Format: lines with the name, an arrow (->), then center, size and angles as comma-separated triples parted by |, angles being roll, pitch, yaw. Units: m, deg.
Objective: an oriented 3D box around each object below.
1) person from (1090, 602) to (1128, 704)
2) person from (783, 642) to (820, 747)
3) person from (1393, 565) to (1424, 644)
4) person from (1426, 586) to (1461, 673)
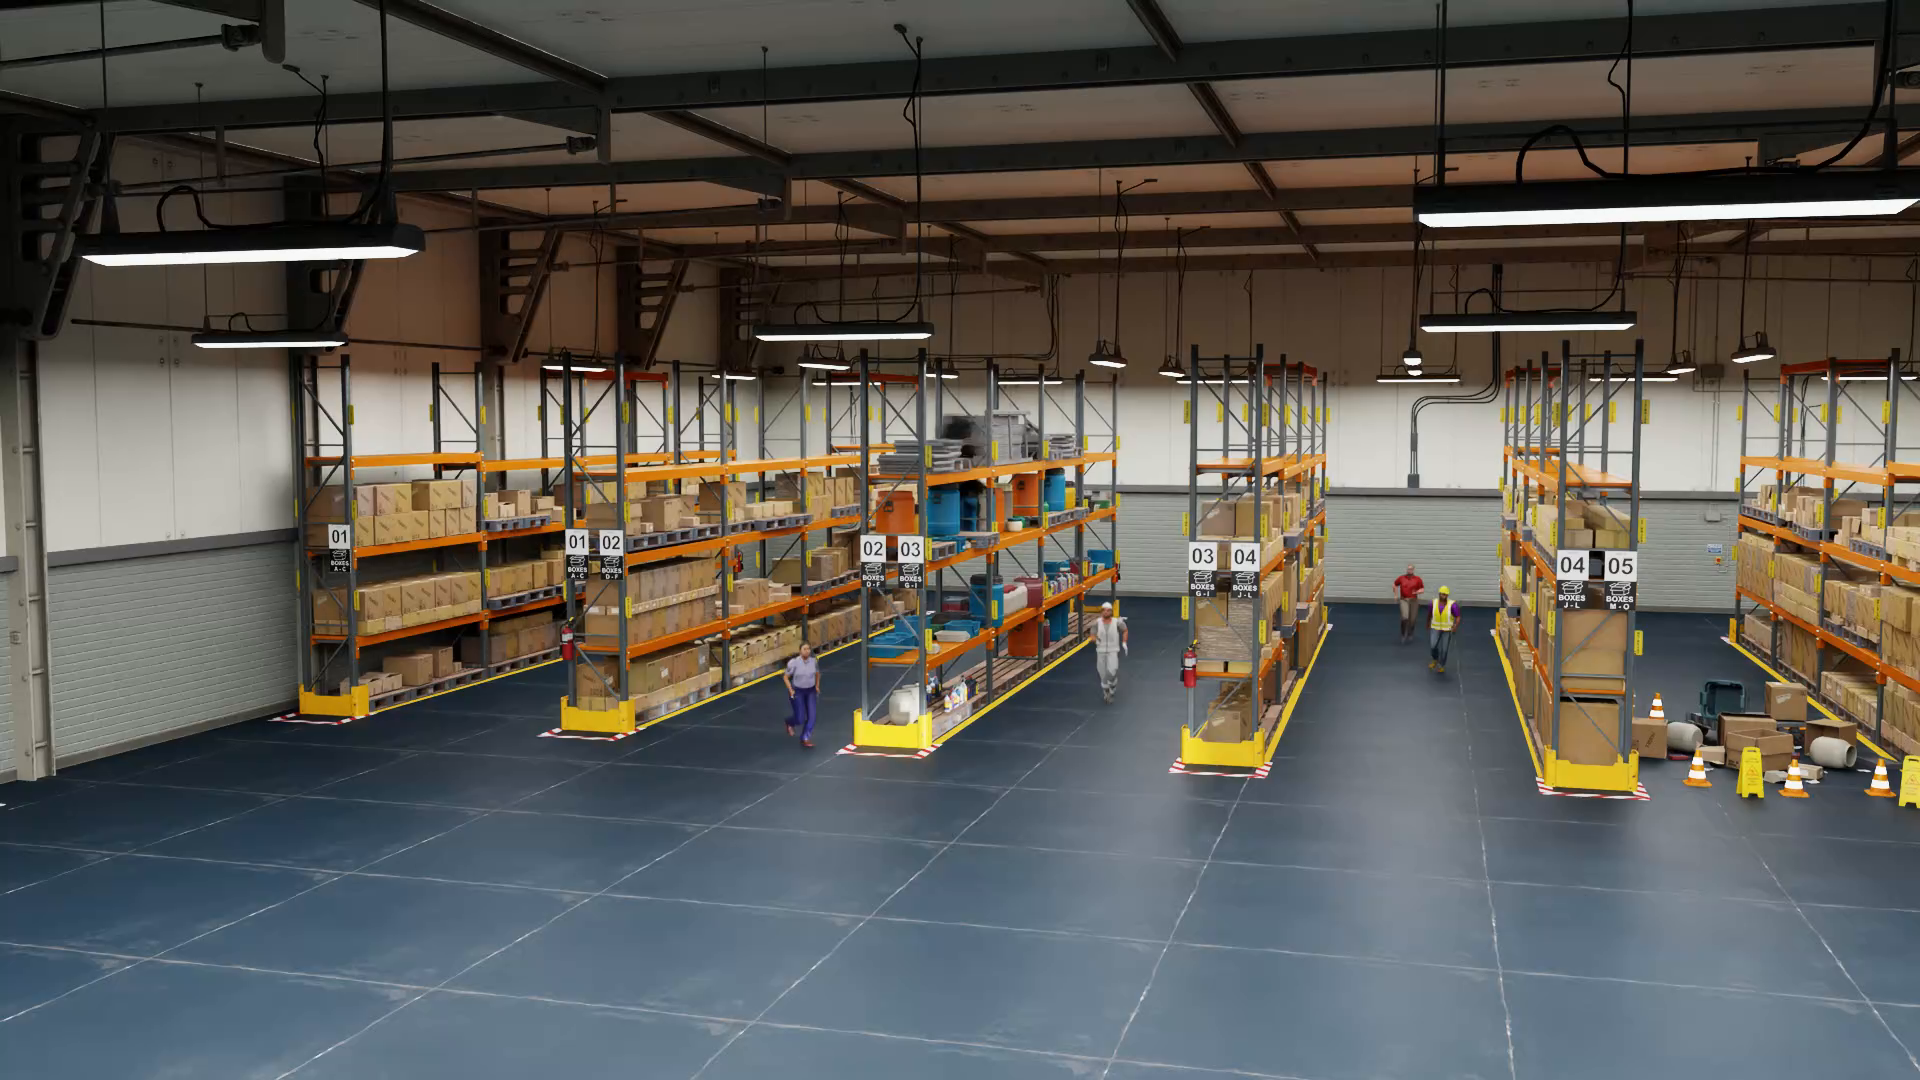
person -> 2.563, 1.956, 28.739 | 0.653, 1.766, 0.769 | 1, 4, 12
person -> -2.402, 2.325, 25.237 | 0.592, 1.593, 0.586 | -2, 5, -29
person -> 9.845, 1.423, 36.438 | 0.630, 1.767, 0.718 | 0, 4, 6
person -> 9.299, 1.736, 32.082 | 0.707, 1.708, 0.793 | 2, 5, 23
